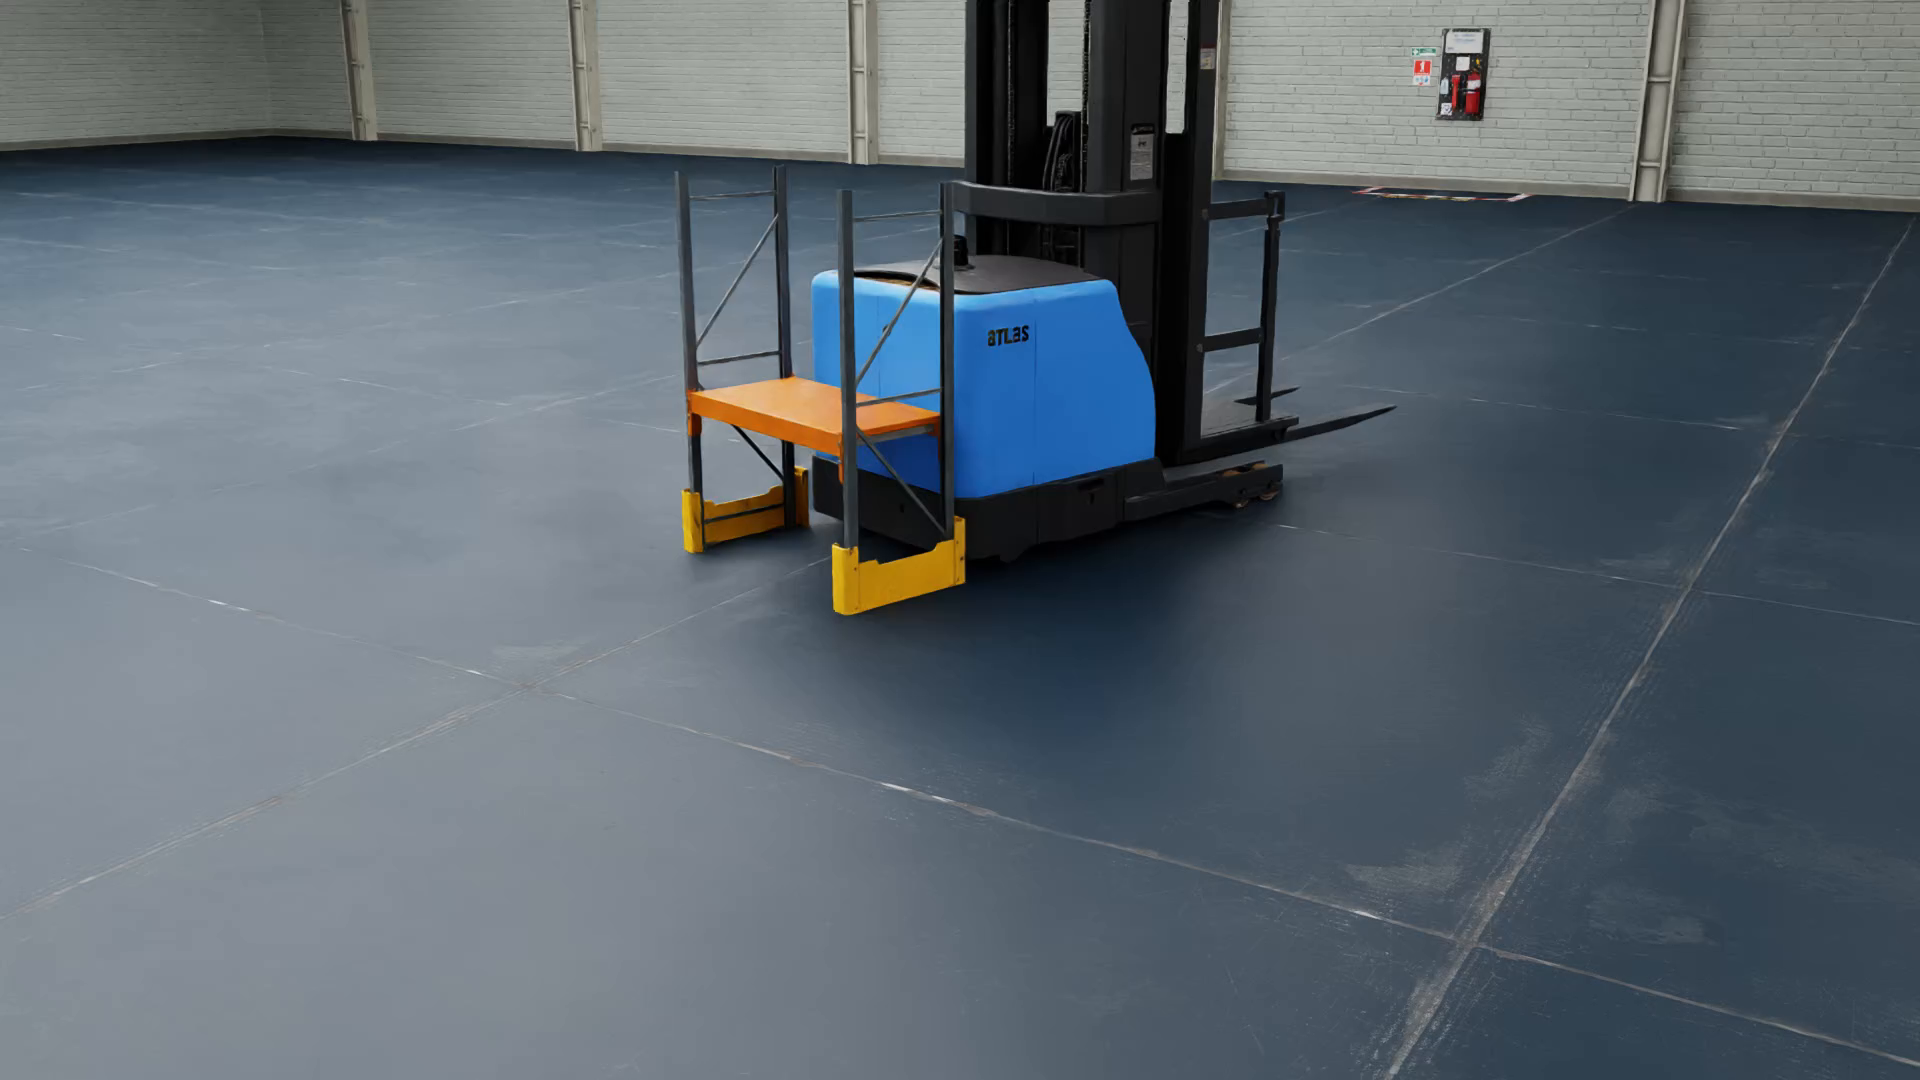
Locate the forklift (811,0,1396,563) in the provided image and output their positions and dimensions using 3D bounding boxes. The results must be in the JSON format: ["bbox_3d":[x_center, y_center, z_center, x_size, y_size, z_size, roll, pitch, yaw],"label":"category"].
[{"bbox_3d":[0.821,-1.647,7.259,3.031,2.935,1.130,-14,22,-39],"label":"forklift"}]

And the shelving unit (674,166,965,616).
[{"bbox_3d":[-0.549,-0.617,6.332,0.587,1.500,1.083,-14,22,-39],"label":"shelving unit"}]

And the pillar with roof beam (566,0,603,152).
[{"bbox_3d":[-8.929,-10.257,25.167,0.400,9.000,9.100,10,20,30],"label":"pillar with roof beam"}]

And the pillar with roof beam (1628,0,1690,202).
[{"bbox_3d":[6.409,-7.520,16.153,0.400,9.000,9.100,10,20,30],"label":"pillar with roof beam"}]

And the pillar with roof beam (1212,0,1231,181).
[{"bbox_3d":[1.297,-8.432,19.158,0.400,9.000,9.100,10,20,30],"label":"pillar with roof beam"}]

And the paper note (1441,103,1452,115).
[{"bbox_3d":[6.462,-5.723,22.077,0.142,0.148,0.016,10,20,30],"label":"paper note"}]

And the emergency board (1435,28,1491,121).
[{"bbox_3d":[6.576,-6.101,21.804,0.643,1.169,0.194,10,20,30],"label":"emergency board"}]

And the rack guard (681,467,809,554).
[{"bbox_3d":[-0.879,-0.127,6.870,0.587,0.250,0.087,-14,22,-39],"label":"rack guard"}]

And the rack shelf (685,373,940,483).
[{"bbox_3d":[-0.555,-0.447,6.390,0.538,0.185,1.000,-14,22,-39],"label":"rack shelf"}]

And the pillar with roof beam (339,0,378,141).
[{"bbox_3d":[-14.042,-11.170,28.171,0.400,9.000,9.100,10,20,30],"label":"pillar with roof beam"}]

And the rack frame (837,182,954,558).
[{"bbox_3d":[-0.219,-0.508,5.974,0.500,1.500,0.032,-14,22,-39],"label":"rack frame"}]

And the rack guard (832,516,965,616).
[{"bbox_3d":[-0.220,0.090,6.156,0.587,0.250,0.087,-14,22,-39],"label":"rack guard"}]

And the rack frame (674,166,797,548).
[{"bbox_3d":[-0.892,-0.730,6.703,0.500,1.500,0.032,-14,22,-39],"label":"rack frame"}]

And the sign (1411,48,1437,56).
[{"bbox_3d":[6.158,-6.478,22.073,0.331,0.109,0.001,10,20,30],"label":"sign"}]

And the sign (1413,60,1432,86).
[{"bbox_3d":[6.159,-6.227,22.160,0.234,0.329,0.001,10,20,30],"label":"sign"}]

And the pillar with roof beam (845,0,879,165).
[{"bbox_3d":[-3.816,-9.345,22.162,0.400,9.000,9.100,10,20,30],"label":"pillar with roof beam"}]
